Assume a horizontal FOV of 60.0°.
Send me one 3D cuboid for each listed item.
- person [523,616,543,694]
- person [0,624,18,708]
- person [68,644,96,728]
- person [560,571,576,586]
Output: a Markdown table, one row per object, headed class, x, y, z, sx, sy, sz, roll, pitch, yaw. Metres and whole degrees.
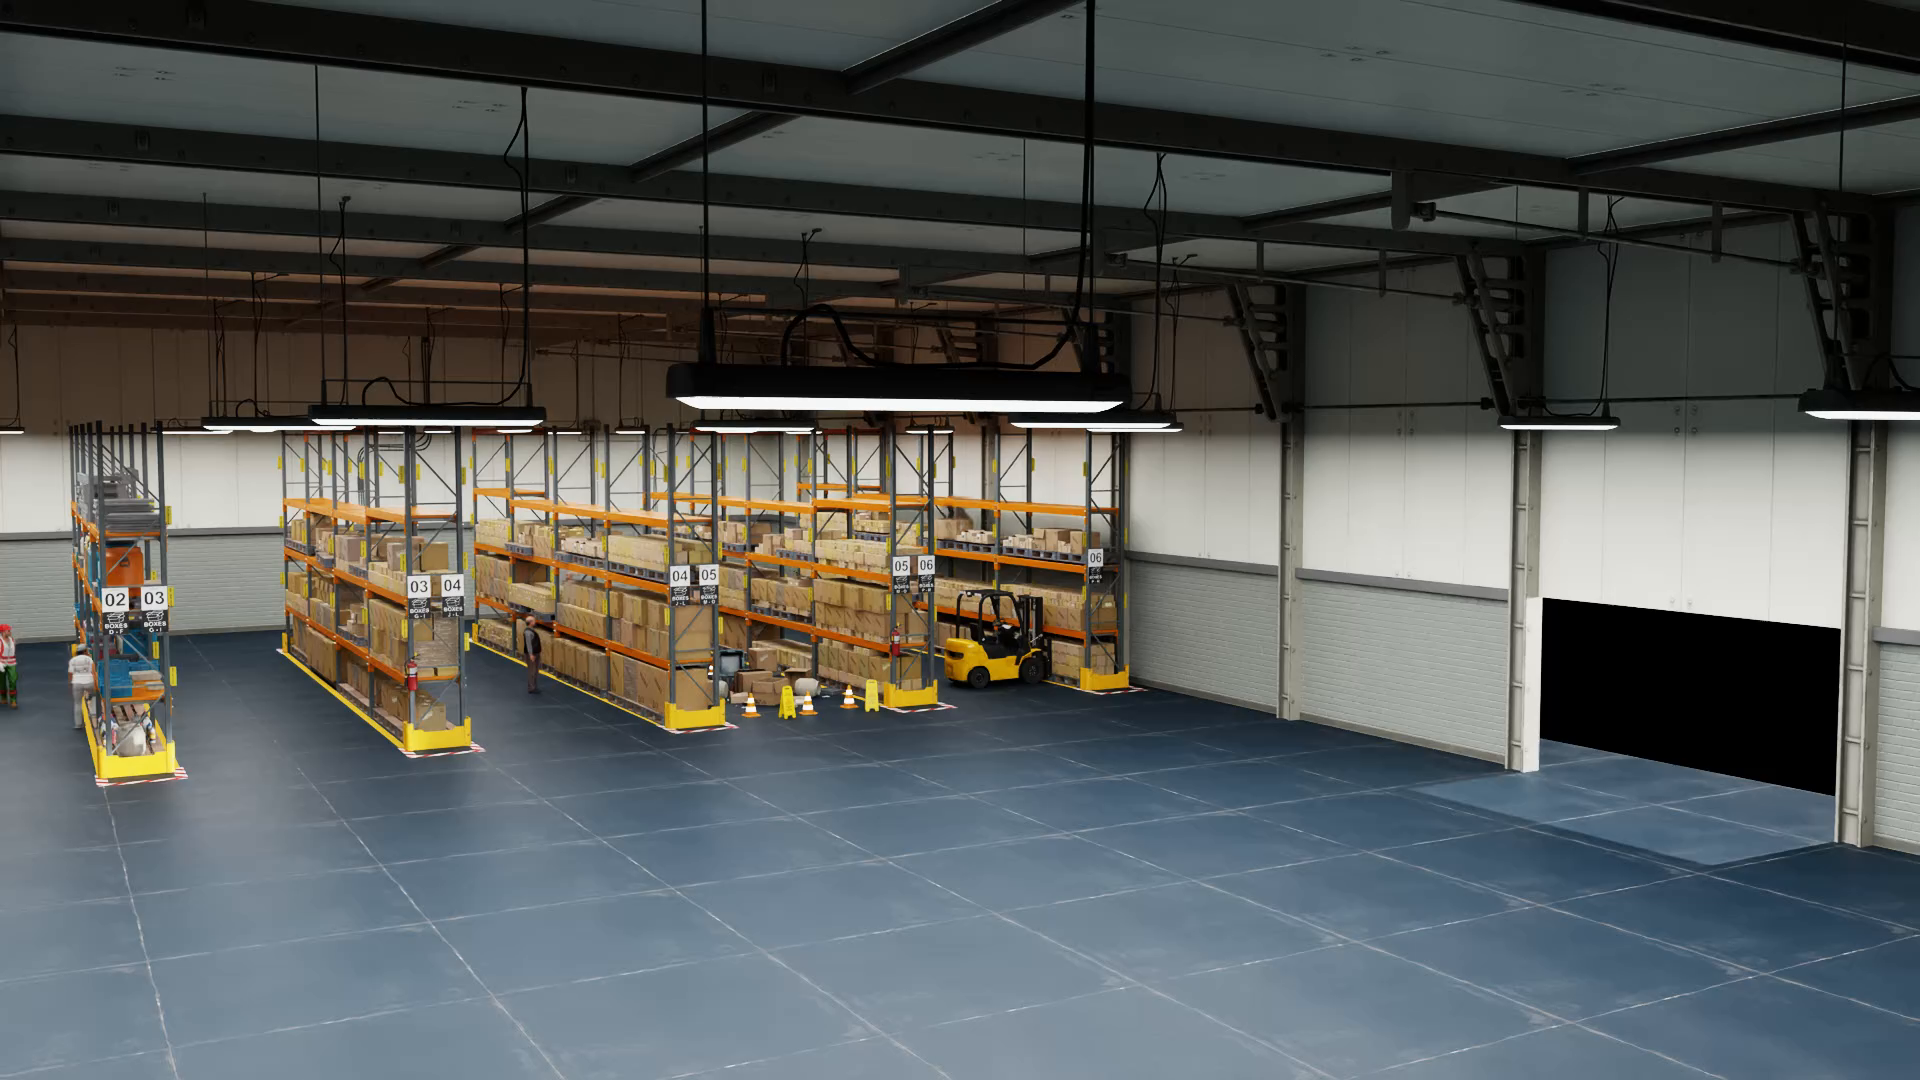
| class | x | y | z | sx | sy | sz | roll | pitch | yaw |
| --- | --- | --- | --- | --- | --- | --- | --- | --- | --- |
| person | -9.555 | 2.576 | 37.233 | 0.444 | 1.738 | 0.595 | 0 | 4 | 8 |
| person | -20.211 | 2.657 | 35.196 | 0.466 | 1.742 | 0.975 | -2 | 4 | -32 |
| person | -17.242 | 2.860 | 32.720 | 0.527 | 1.661 | 0.519 | -2 | 4 | -26 |
| person | -11.481 | 1.863 | 49.047 | 0.628 | 1.667 | 0.481 | -1 | 4 | -14 |
